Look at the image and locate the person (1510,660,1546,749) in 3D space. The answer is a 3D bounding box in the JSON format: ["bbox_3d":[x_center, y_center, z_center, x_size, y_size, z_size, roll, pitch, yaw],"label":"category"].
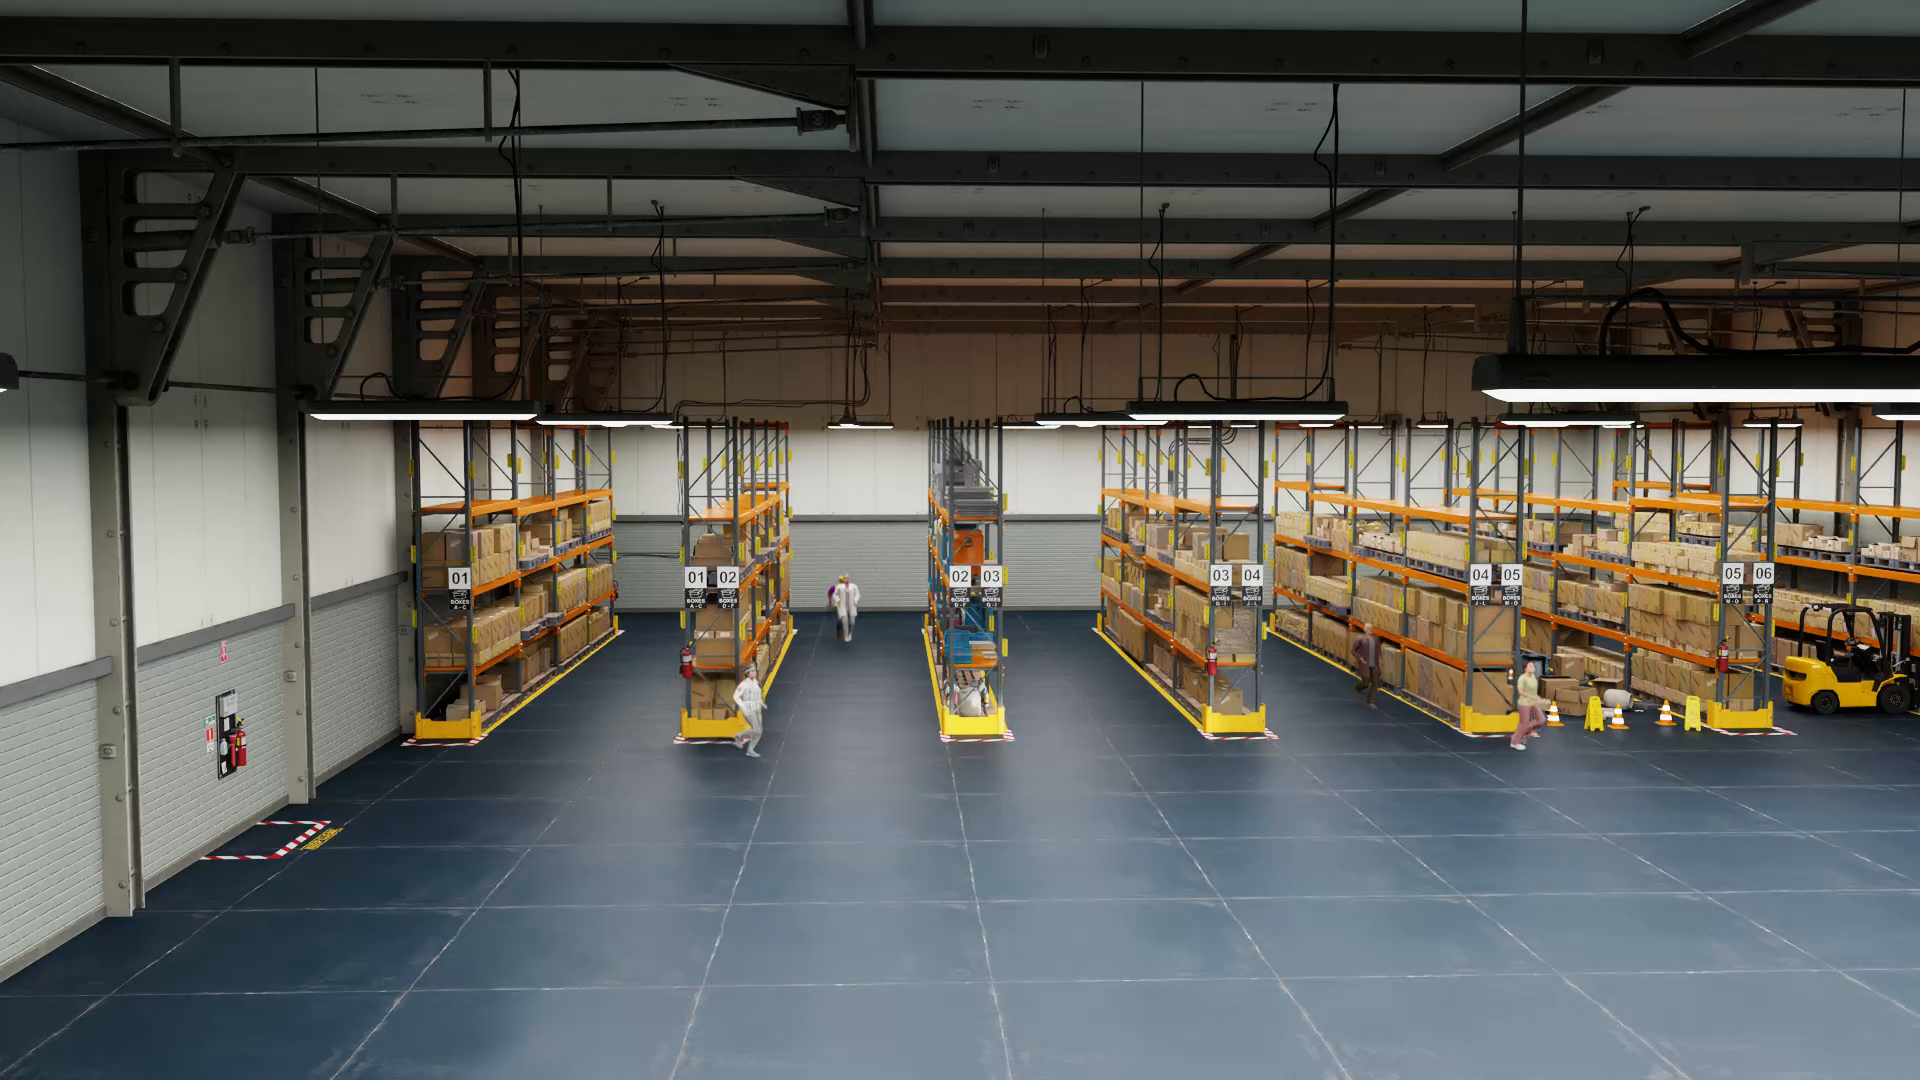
[{"bbox_3d":[10.221,2.959,29.882,0.598,1.623,0.654,-3,5,-35],"label":"person"}]

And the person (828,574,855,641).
[{"bbox_3d":[-3.151,1.799,44.508,0.674,1.765,0.725,-1,4,-16],"label":"person"}]

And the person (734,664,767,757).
[{"bbox_3d":[-3.692,2.995,29.310,0.548,1.653,0.620,2,4,29],"label":"person"}]

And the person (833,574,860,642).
[{"bbox_3d":[-2.936,1.760,43.092,0.708,1.744,0.611,-1,4,-11],"label":"person"}]

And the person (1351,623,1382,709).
[{"bbox_3d":[8.486,2.600,34.570,0.710,1.753,0.851,-1,4,-11],"label":"person"}]
